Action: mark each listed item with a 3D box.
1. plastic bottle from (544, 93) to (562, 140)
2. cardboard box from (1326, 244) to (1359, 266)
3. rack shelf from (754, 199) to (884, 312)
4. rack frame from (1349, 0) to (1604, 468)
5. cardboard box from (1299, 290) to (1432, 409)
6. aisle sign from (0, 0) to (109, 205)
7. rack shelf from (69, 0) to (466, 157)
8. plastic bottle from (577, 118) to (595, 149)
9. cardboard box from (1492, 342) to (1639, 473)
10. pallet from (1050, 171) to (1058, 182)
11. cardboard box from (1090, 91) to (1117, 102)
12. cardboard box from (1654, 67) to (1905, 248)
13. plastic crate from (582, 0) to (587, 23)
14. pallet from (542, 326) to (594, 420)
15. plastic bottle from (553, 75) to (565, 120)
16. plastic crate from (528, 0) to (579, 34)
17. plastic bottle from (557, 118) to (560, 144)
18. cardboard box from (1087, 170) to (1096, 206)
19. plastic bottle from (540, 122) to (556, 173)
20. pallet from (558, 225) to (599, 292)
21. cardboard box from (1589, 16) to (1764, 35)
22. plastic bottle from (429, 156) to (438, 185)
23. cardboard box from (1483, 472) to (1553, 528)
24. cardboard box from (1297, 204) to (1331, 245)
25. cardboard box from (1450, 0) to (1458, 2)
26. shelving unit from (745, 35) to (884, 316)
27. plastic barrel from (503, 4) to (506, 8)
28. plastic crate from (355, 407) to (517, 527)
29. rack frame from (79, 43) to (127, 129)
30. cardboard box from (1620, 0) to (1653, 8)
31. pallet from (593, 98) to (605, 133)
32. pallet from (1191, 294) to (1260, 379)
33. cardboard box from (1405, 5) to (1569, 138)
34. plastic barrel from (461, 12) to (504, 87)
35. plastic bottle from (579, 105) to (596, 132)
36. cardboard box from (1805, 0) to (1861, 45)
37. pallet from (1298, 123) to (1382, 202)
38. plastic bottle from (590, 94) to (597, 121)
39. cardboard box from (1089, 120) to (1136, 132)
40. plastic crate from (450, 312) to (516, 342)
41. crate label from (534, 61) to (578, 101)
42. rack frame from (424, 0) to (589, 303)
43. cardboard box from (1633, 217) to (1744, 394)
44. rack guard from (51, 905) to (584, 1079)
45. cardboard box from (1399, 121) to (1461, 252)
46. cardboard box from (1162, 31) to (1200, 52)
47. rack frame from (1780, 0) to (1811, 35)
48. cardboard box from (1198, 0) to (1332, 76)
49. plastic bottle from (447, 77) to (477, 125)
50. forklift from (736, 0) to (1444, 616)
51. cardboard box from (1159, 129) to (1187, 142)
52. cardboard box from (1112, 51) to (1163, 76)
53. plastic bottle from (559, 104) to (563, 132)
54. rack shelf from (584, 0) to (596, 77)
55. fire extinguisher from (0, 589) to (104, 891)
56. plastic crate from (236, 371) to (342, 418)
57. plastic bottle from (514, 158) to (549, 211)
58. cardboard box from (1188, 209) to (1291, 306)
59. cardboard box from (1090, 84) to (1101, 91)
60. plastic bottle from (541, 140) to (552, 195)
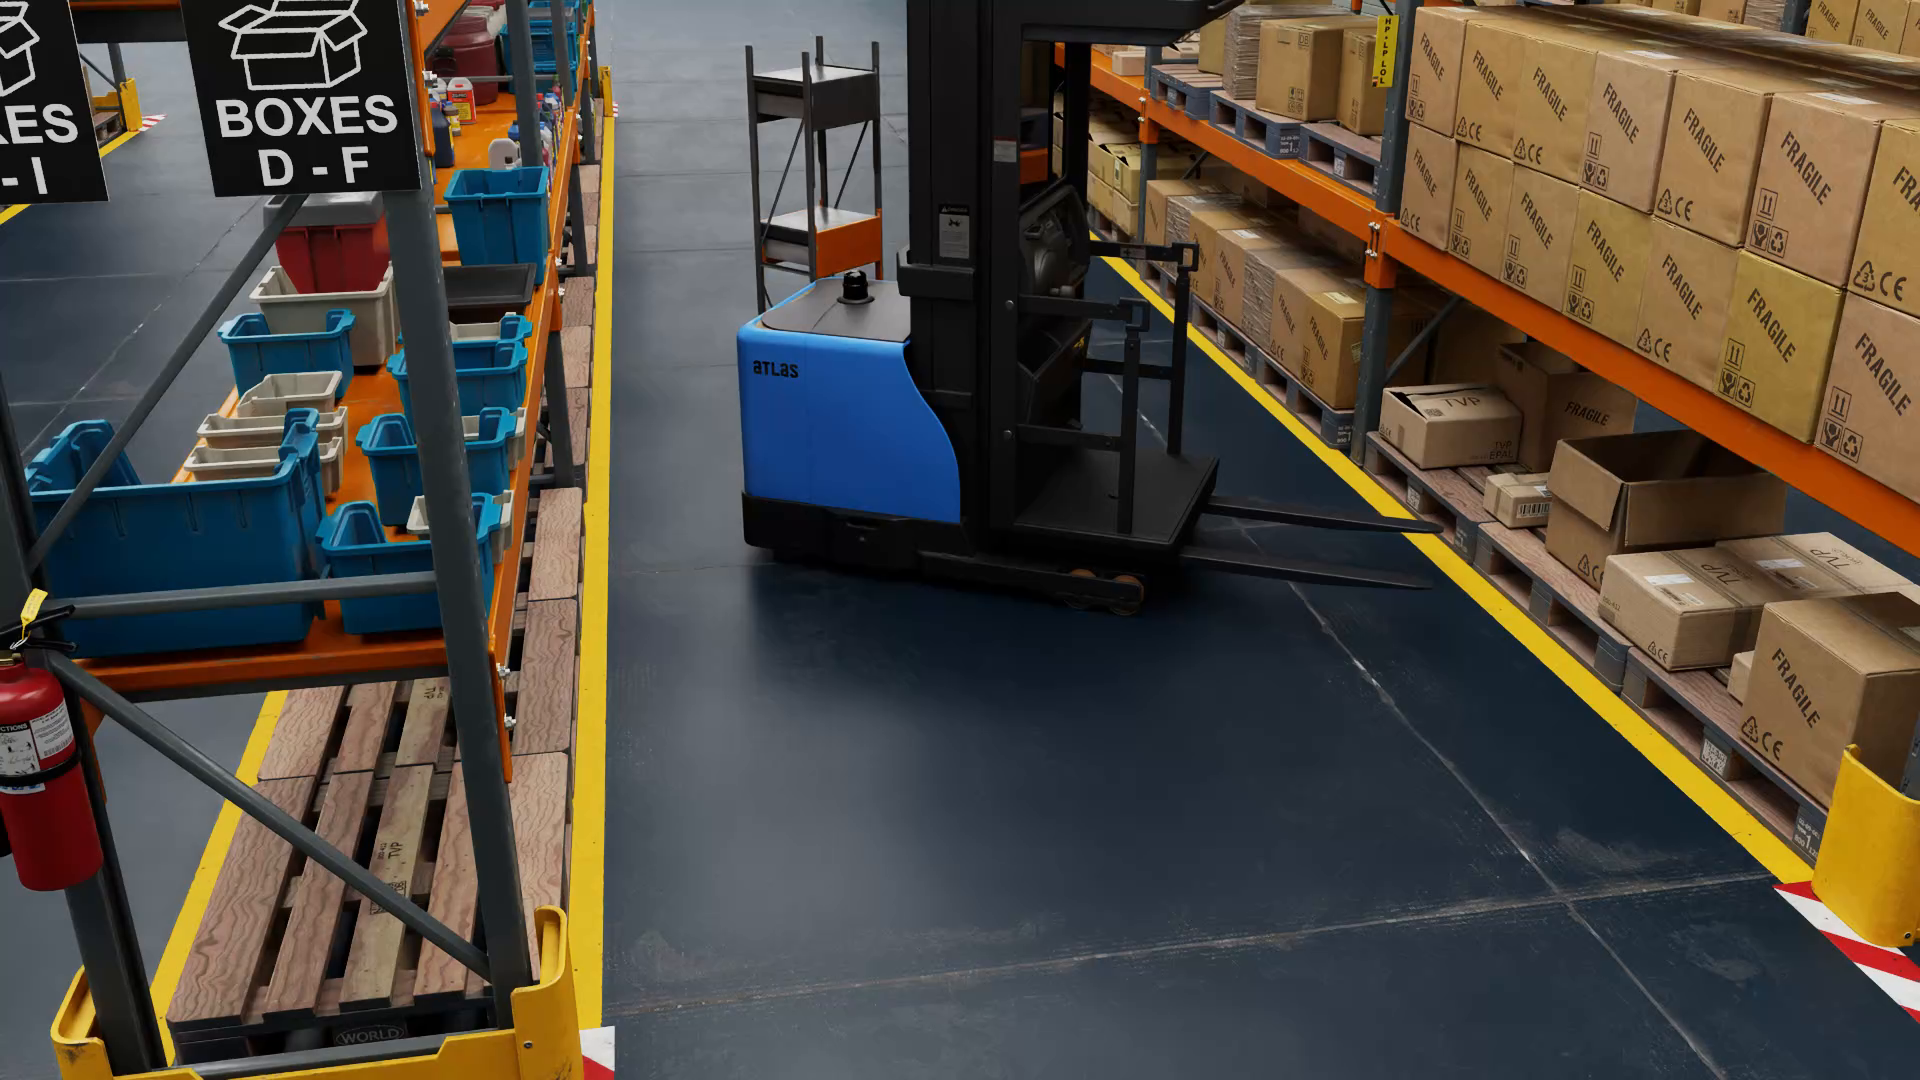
[{"bbox_3d":[-2.453,-2.538,9.975,0.097,0.271,0.097,0,24,0],"label":"plastic bottle"},{"bbox_3d":[2.498,-1.478,9.960,0.500,0.500,0.500,-4,24,-9],"label":"cardboard box"},{"bbox_3d":[-0.702,-1.386,8.333,0.431,0.518,0.480,18,29,35],"label":"rack shelf"},{"bbox_3d":[2.543,-1.807,8.141,1.000,3.000,0.127,-4,24,-10],"label":"rack frame"},{"bbox_3d":[2.170,-1.036,8.949,0.500,0.500,0.500,-4,24,-10],"label":"cardboard box"},{"bbox_3d":[-1.861,-1.010,3.067,0.394,0.787,0.004,-4,24,-10],"label":"aisle sign"},{"bbox_3d":[-1.956,-1.701,5.047,1.077,0.370,4.000,-4,24,-10],"label":"rack shelf"},{"bbox_3d":[-3.520,-3.825,15.614,0.152,0.276,0.135,-3,24,-8],"label":"plastic bottle"},{"bbox_3d":[2.927,-0.660,8.088,0.500,0.500,0.500,-4,24,-10],"label":"cardboard box"},{"bbox_3d":[1.238,-3.389,15.247,1.003,0.211,1.213,-4,24,-10],"label":"pallet"},{"bbox_3d":[1.420,-4.005,15.383,0.500,0.311,0.500,-4,24,-10],"label":"cardboard box"},{"bbox_3d":[2.735,-1.295,5.593,0.500,0.500,0.500,-4,24,-8],"label":"cardboard box"},{"bbox_3d":[-3.779,-5.047,15.822,0.450,0.188,0.662,-4,24,-10],"label":"plastic crate"},{"bbox_3d":[-2.656,-0.952,9.666,1.003,0.211,1.213,-4,24,-10],"label":"pallet"},{"bbox_3d":[-2.571,-2.835,10.638,0.061,0.283,0.133,-4,24,-10],"label":"plastic bottle"},{"bbox_3d":[-3.295,-4.171,13.572,0.392,0.384,0.575,-4,24,-10],"label":"plastic crate"},{"bbox_3d":[-2.417,-2.430,9.814,0.097,0.201,0.097,0,24,0],"label":"plastic bottle"},{"bbox_3d":[1.278,-2.903,13.559,0.500,0.250,0.500,-4,24,-9],"label":"cardboard box"},{"bbox_3d":[-2.263,-2.135,9.051,0.097,0.271,0.097,0,24,0],"label":"plastic bottle"},{"bbox_3d":[-3.170,-2.045,12.169,1.003,0.211,1.213,-4,24,-10],"label":"pallet"},{"bbox_3d":[2.988,-1.930,7.048,0.500,0.500,0.500,-5,24,-11],"label":"cardboard box"},{"bbox_3d":[-2.826,-2.017,8.782,0.097,0.271,0.097,0,24,0],"label":"plastic bottle"},{"bbox_3d":[2.578,-0.190,7.427,0.380,0.166,0.250,-4,24,-10],"label":"cardboard box"},{"bbox_3d":[2.415,-2.006,10.232,0.500,0.250,0.500,-5,24,-11],"label":"cardboard box"},{"bbox_3d":[5.354,-5.820,17.490,0.500,0.250,0.500,-4,24,-10],"label":"cardboard box"},{"bbox_3d":[-0.702,-1.399,8.328,0.431,2.100,0.503,18,29,35],"label":"shelving unit"},{"bbox_3d":[-3.844,-4.259,13.583,0.433,0.535,0.433,0,24,0],"label":"plastic barrel"},{"bbox_3d":[-1.430,-0.200,4.595,0.416,0.233,0.300,-4,24,-10],"label":"plastic crate"},{"bbox_3d":[-9.412,-5.796,17.272,1.000,3.000,0.127,-4,24,-10],"label":"rack frame"},{"bbox_3d":[6.241,-4.890,14.524,0.700,0.500,0.500,-1,24,-2],"label":"cardboard box"},{"bbox_3d":[-4.339,-4.538,17.877,1.003,0.211,1.213,-4,24,-10],"label":"pallet"},{"bbox_3d":[2.126,-1.327,10.526,1.003,0.211,1.213,-4,24,-10],"label":"pallet"},{"bbox_3d":[2.354,-2.105,7.448,0.500,0.500,0.500,-4,24,-8],"label":"cardboard box"},{"bbox_3d":[-3.465,-3.456,11.775,0.421,0.512,0.421,0,24,0],"label":"plastic barrel"},{"bbox_3d":[-3.660,-4.166,16.302,0.144,0.351,0.185,-4,24,-10],"label":"plastic bottle"},{"bbox_3d":[6.509,-3.730,12.021,0.500,0.500,0.500,-4,24,-8],"label":"cardboard box"},{"bbox_3d":[2.503,-2.042,8.917,1.003,0.211,1.213,-4,24,-10],"label":"pallet"},{"bbox_3d":[-3.735,-4.385,16.886,0.061,0.283,0.133,-4,24,-8],"label":"plastic bottle"},{"bbox_3d":[1.181,-3.358,13.901,0.500,0.311,0.500,-4,24,-8],"label":"cardboard box"},{"bbox_3d":[-1.708,-0.686,5.828,0.293,0.136,0.466,-4,24,-10],"label":"plastic crate"},{"bbox_3d":[-2.775,-3.132,11.383,0.303,0.233,0.416,-4,24,-10],"label":"crate label"},{"bbox_3d":[-3.065,-3.016,10.907,1.000,3.000,0.127,-4,24,-10],"label":"rack frame"},{"bbox_3d":[2.746,-0.836,5.792,0.500,0.500,0.500,-4,24,-9],"label":"cardboard box"},{"bbox_3d":[-1.569,1.285,4.183,1.175,0.500,0.348,-4,24,-10],"label":"rack guard"},{"bbox_3d":[2.369,-1.633,7.615,0.500,0.500,0.500,-4,24,-8],"label":"cardboard box"},{"bbox_3d":[1.828,-3.706,12.599,0.500,0.311,0.500,-5,24,-10],"label":"cardboard box"},{"bbox_3d":[6.671,-3.749,12.586,1.000,3.000,0.127,-4,24,-10],"label":"rack frame"},{"bbox_3d":[2.031,-3.380,11.091,0.700,0.500,0.500,-13,27,-27],"label":"cardboard box"},{"bbox_3d":[-3.153,-2.776,10.513,0.152,0.276,0.135,-4,24,-10],"label":"plastic bottle"},{"bbox_3d":[0.590,-1.263,6.981,3.031,2.935,1.130,8,25,17],"label":"forklift"},{"bbox_3d":[1.798,-3.205,13.550,0.500,0.311,0.500,-5,24,-11],"label":"cardboard box"},{"bbox_3d":[1.365,-3.599,12.556,0.380,0.149,0.250,-4,24,-10],"label":"cardboard box"},{"bbox_3d":[-2.507,-2.621,10.252,0.097,0.201,0.097,0,24,0],"label":"plastic bottle"},{"bbox_3d":[-4.175,-5.046,16.455,1.077,0.370,4.000,-4,24,-10],"label":"rack shelf"},{"bbox_3d":[-2.005,0.430,3.579,0.296,0.674,0.183,-4,24,-10],"label":"fire extinguisher"},{"bbox_3d":[-2.103,-0.421,5.220,0.298,0.136,0.250,-4,24,-10],"label":"plastic crate"},{"bbox_3d":[-2.104,-1.740,8.140,0.152,0.276,0.135,-4,24,-10],"label":"plastic bottle"},{"bbox_3d":[1.797,-1.833,10.774,0.500,0.500,0.500,-5,24,-10],"label":"cardboard box"},{"bbox_3d":[1.286,-4.436,16.132,0.500,0.500,0.500,-4,24,-10],"label":"cardboard box"},{"bbox_3d":[-2.138,-1.914,8.530,0.061,0.283,0.133,-4,24,-10],"label":"plastic bottle"}]
